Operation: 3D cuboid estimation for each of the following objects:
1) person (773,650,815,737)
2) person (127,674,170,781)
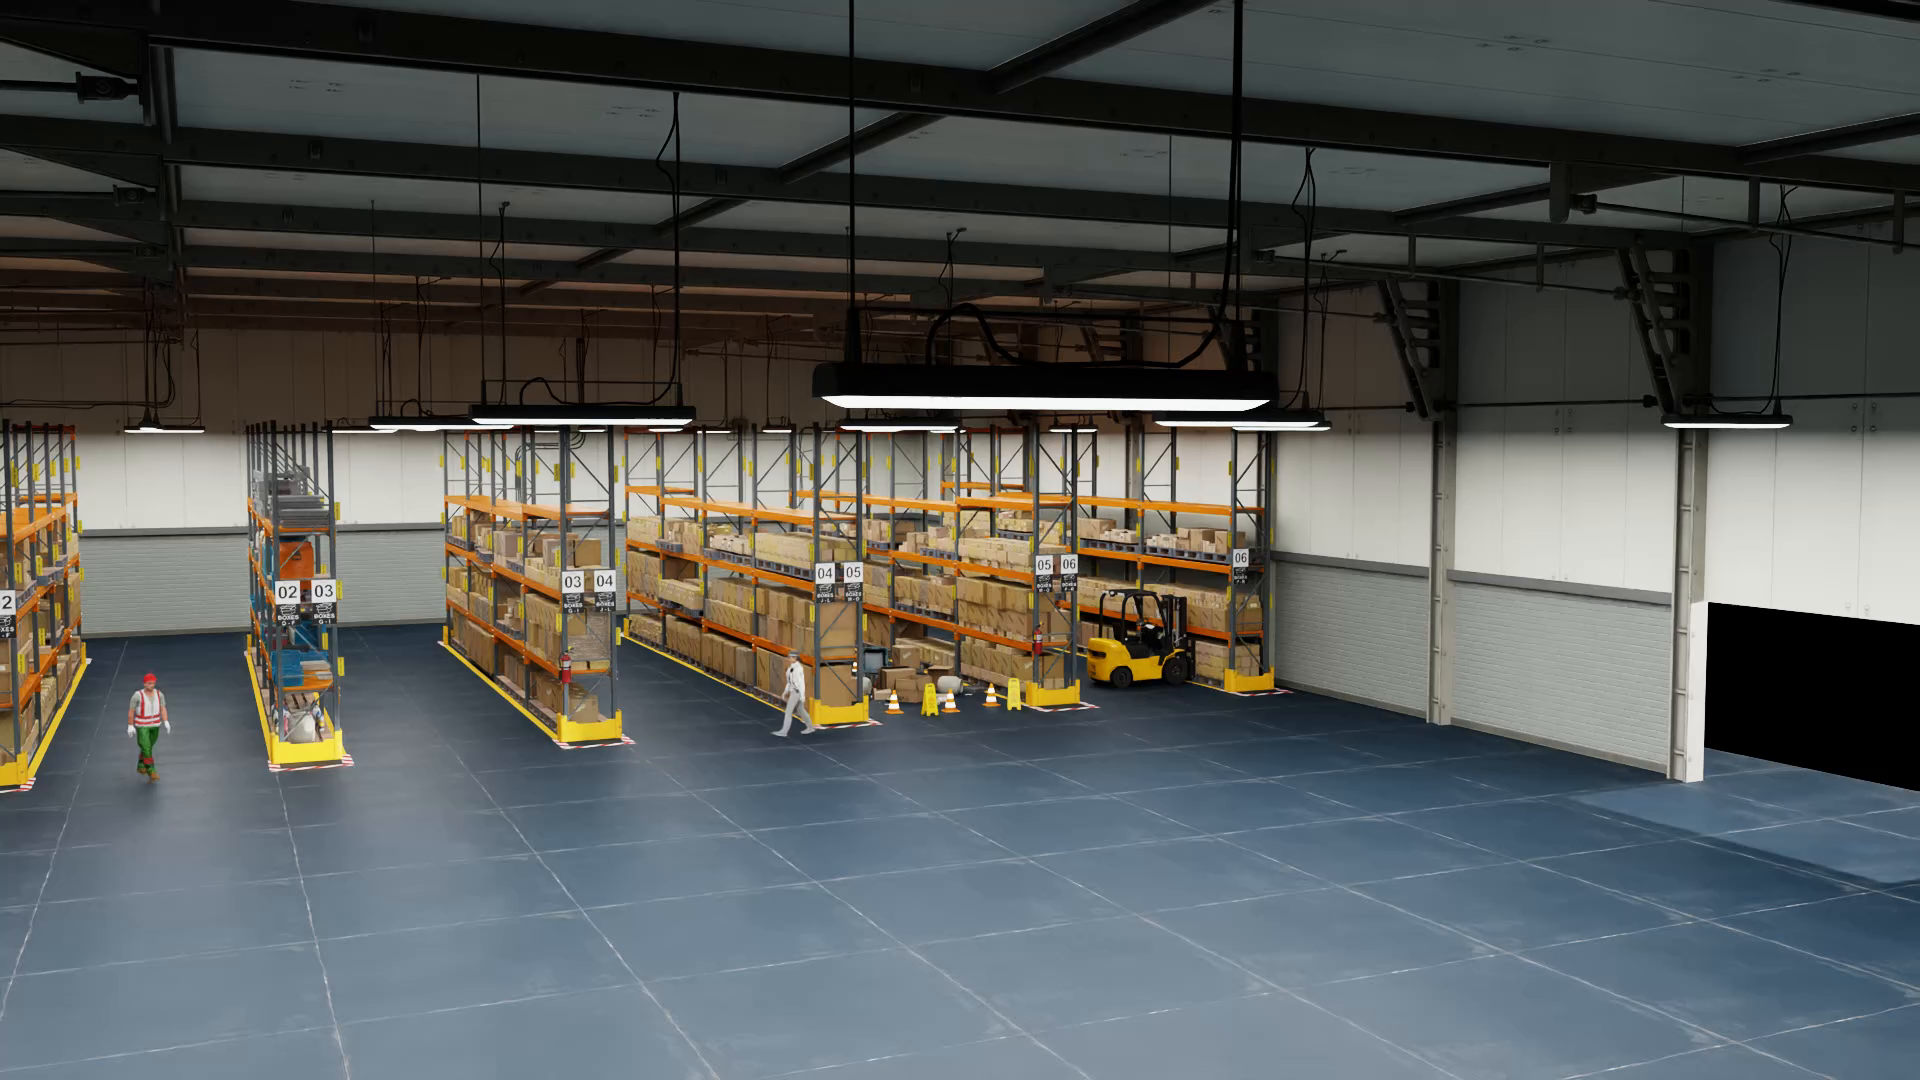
[{"bbox_3d":[-3.186,2.916,31.734,0.866,1.630,0.491,-1,4,-17],"label":"person"},{"bbox_3d":[-13.494,3.089,27.692,1.052,1.723,0.576,3,4,36],"label":"person"}]
